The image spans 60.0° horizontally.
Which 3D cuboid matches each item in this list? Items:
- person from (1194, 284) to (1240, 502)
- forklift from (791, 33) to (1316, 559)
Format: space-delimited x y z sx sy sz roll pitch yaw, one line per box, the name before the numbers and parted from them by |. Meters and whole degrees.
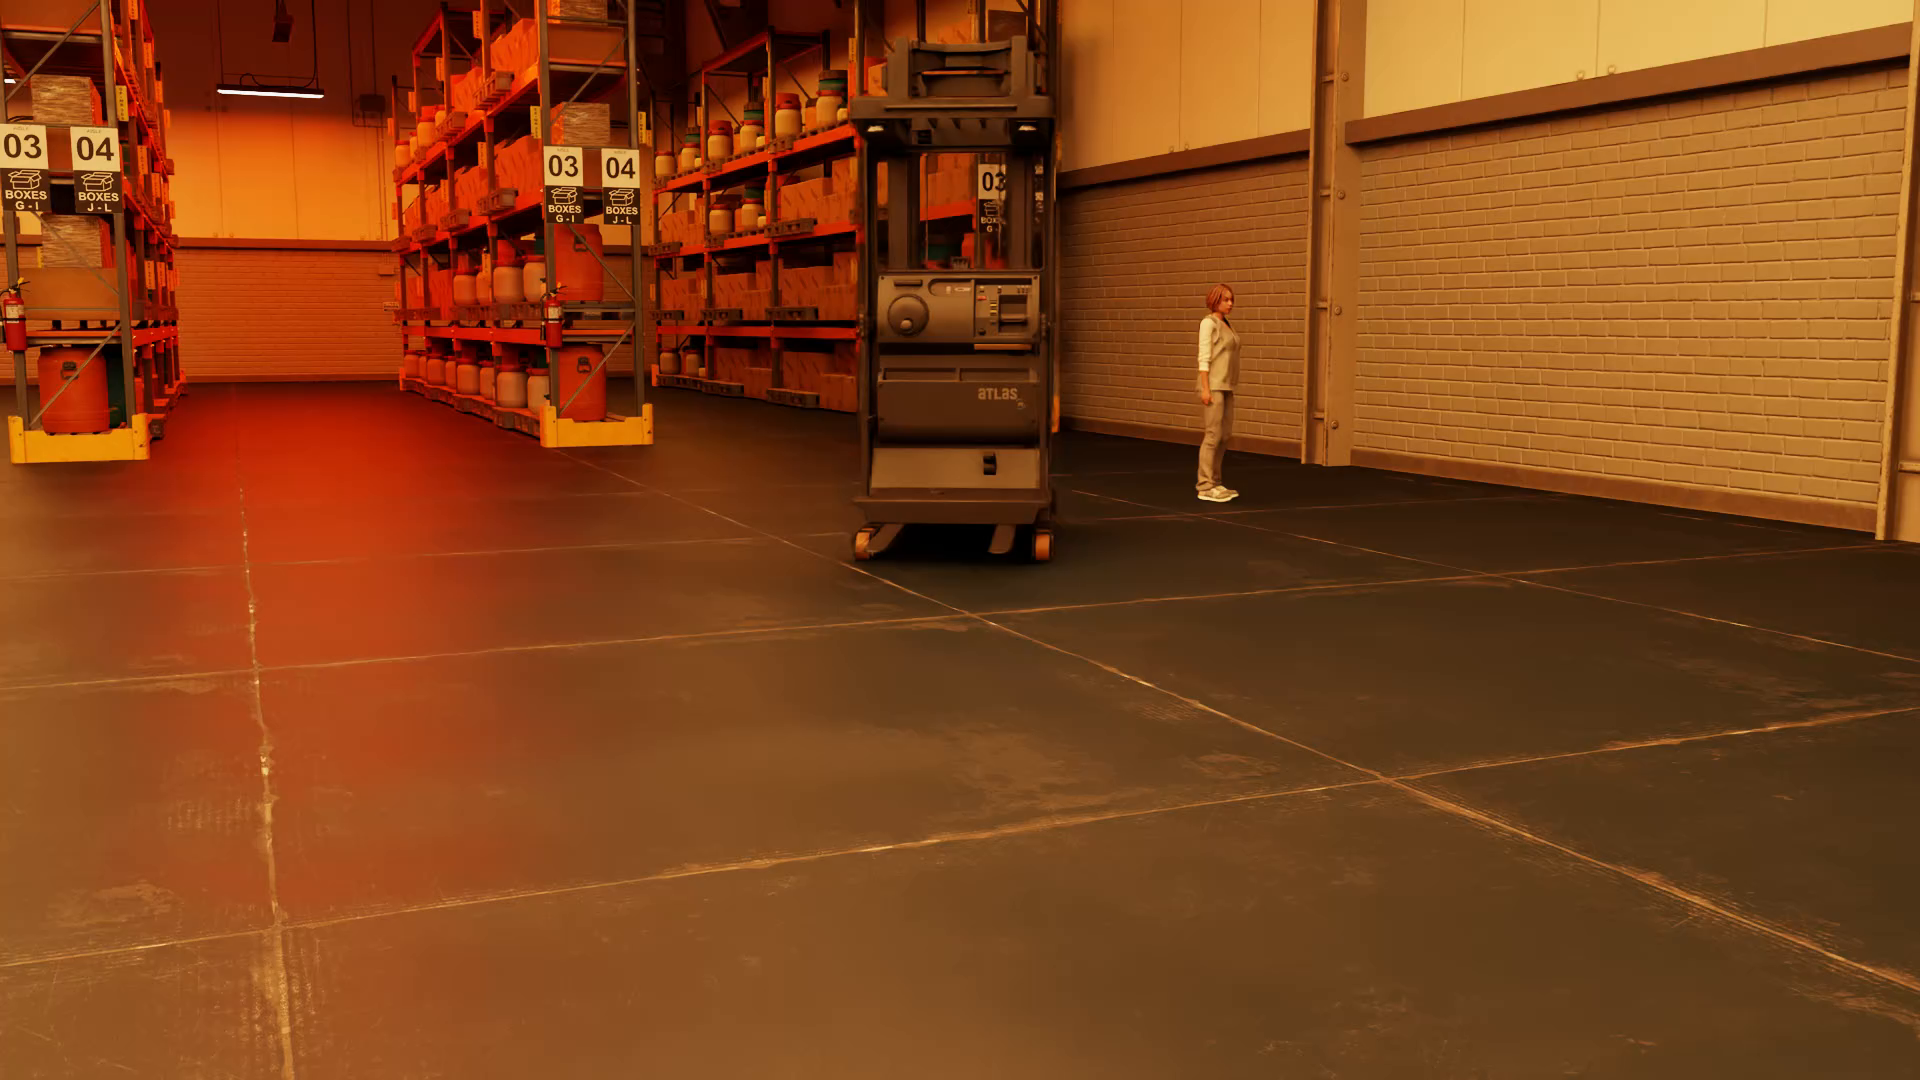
person | 1.913 -1.098 12.371 0.330 1.602 0.411 4 9 29
forklift | 0.535 -1.424 9.739 3.031 2.935 1.130 3 8 24
